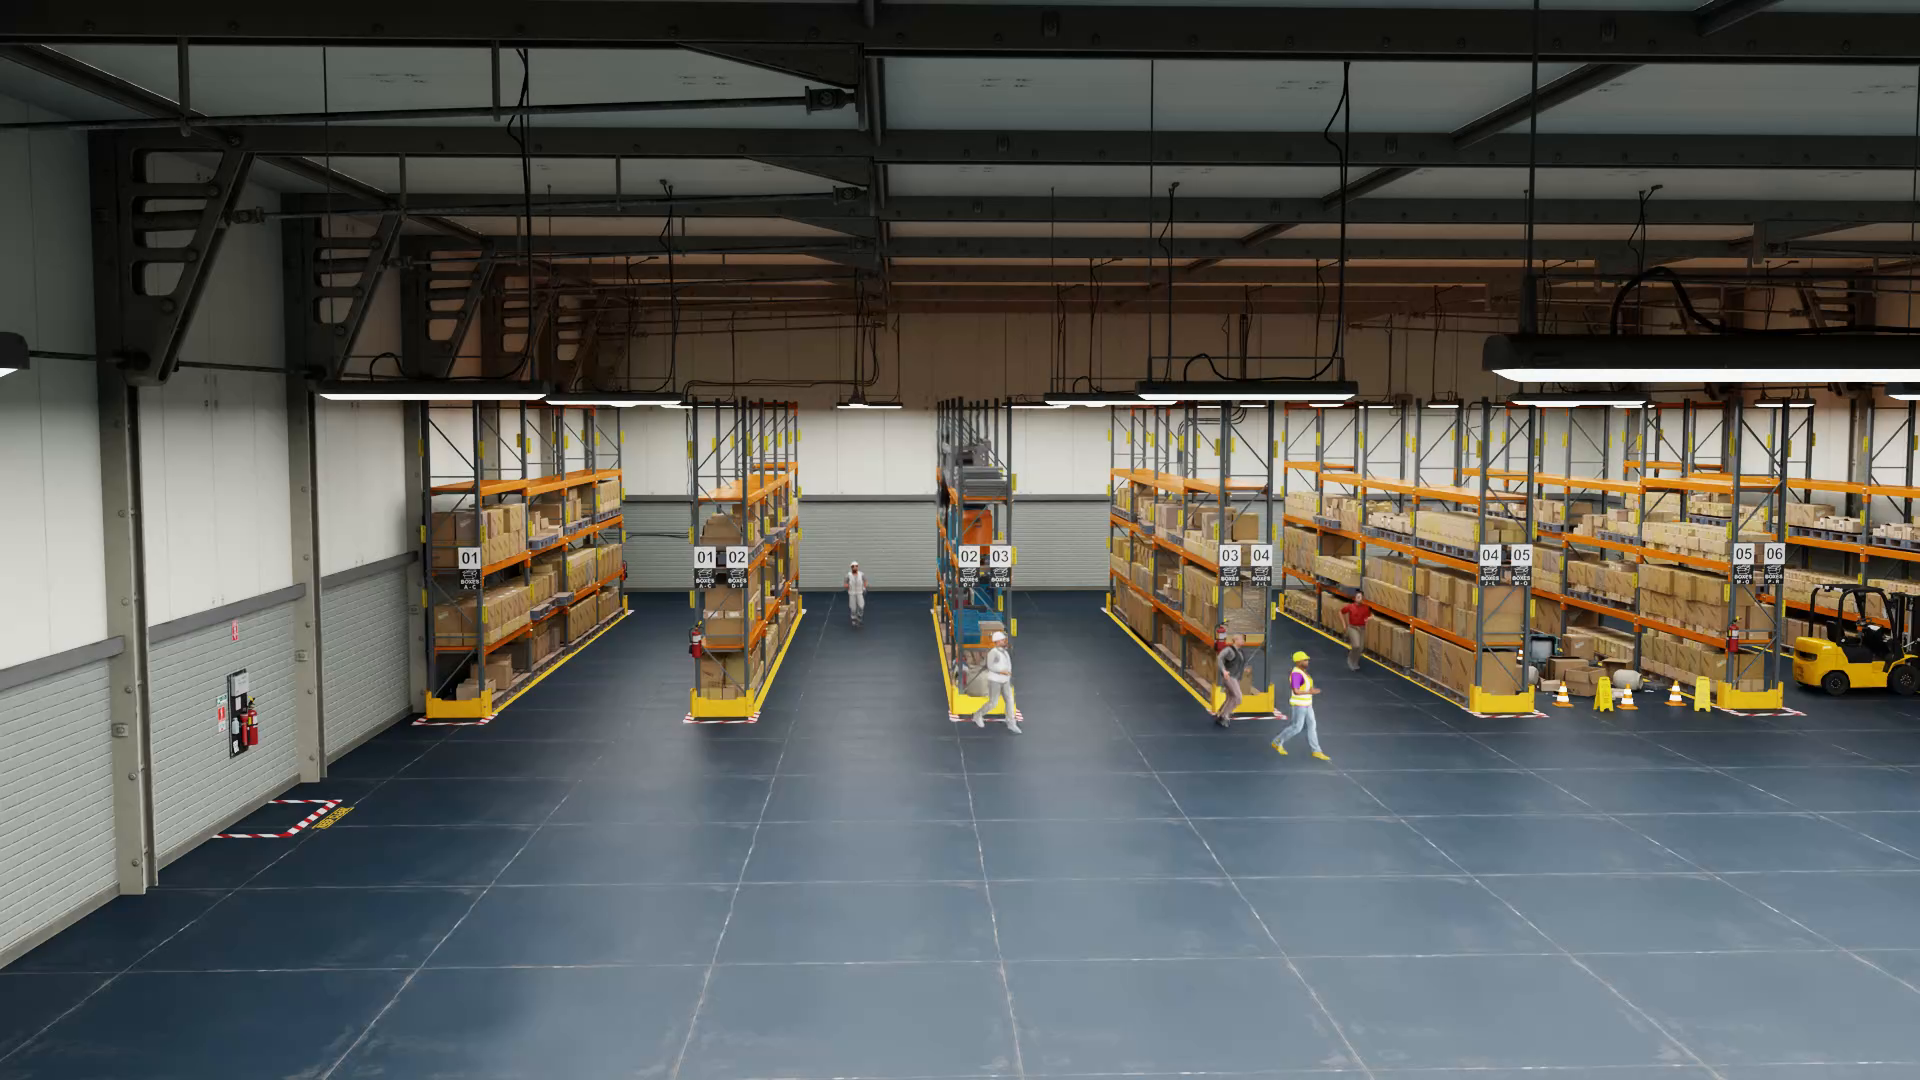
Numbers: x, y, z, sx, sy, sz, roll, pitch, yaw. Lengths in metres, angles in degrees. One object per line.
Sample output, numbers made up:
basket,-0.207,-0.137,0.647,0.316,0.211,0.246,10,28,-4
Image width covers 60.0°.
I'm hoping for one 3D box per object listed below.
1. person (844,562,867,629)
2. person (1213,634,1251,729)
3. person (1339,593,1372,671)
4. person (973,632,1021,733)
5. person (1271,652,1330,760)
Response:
person,-2.737,1.459,43.747,0.628,1.784,0.692,-1,4,-9
person,4.973,2.562,30.324,0.640,1.686,0.758,3,5,32
person,8.798,2.031,36.760,0.650,1.718,0.640,-1,5,-12
person,0.707,2.533,29.774,0.974,1.775,0.695,3,5,33
person,5.587,2.709,27.243,0.962,1.771,0.695,2,5,27
